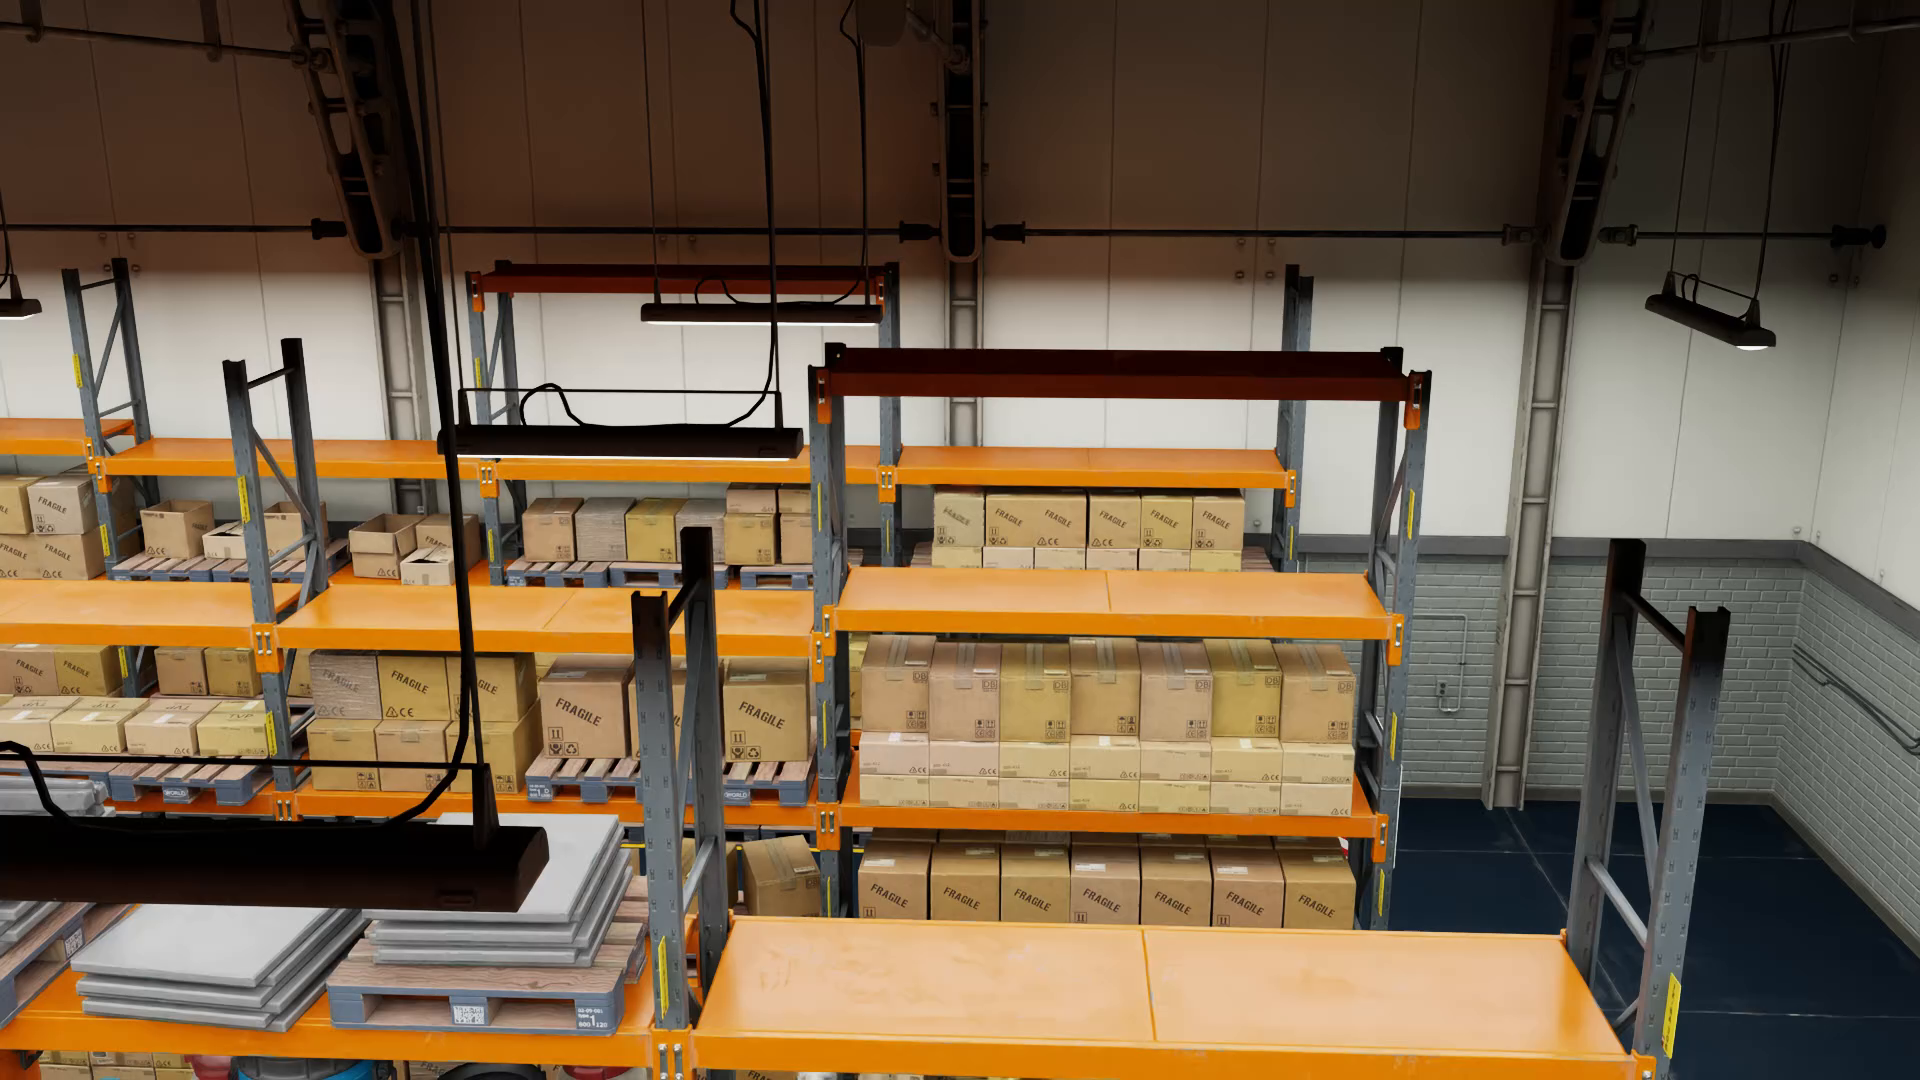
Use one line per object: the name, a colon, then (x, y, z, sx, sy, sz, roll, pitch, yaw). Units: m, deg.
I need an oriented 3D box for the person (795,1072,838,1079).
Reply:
person: (-1.004, 4.091, 11.568, 0.581, 1.713, 0.502, 3, 16, 9)
